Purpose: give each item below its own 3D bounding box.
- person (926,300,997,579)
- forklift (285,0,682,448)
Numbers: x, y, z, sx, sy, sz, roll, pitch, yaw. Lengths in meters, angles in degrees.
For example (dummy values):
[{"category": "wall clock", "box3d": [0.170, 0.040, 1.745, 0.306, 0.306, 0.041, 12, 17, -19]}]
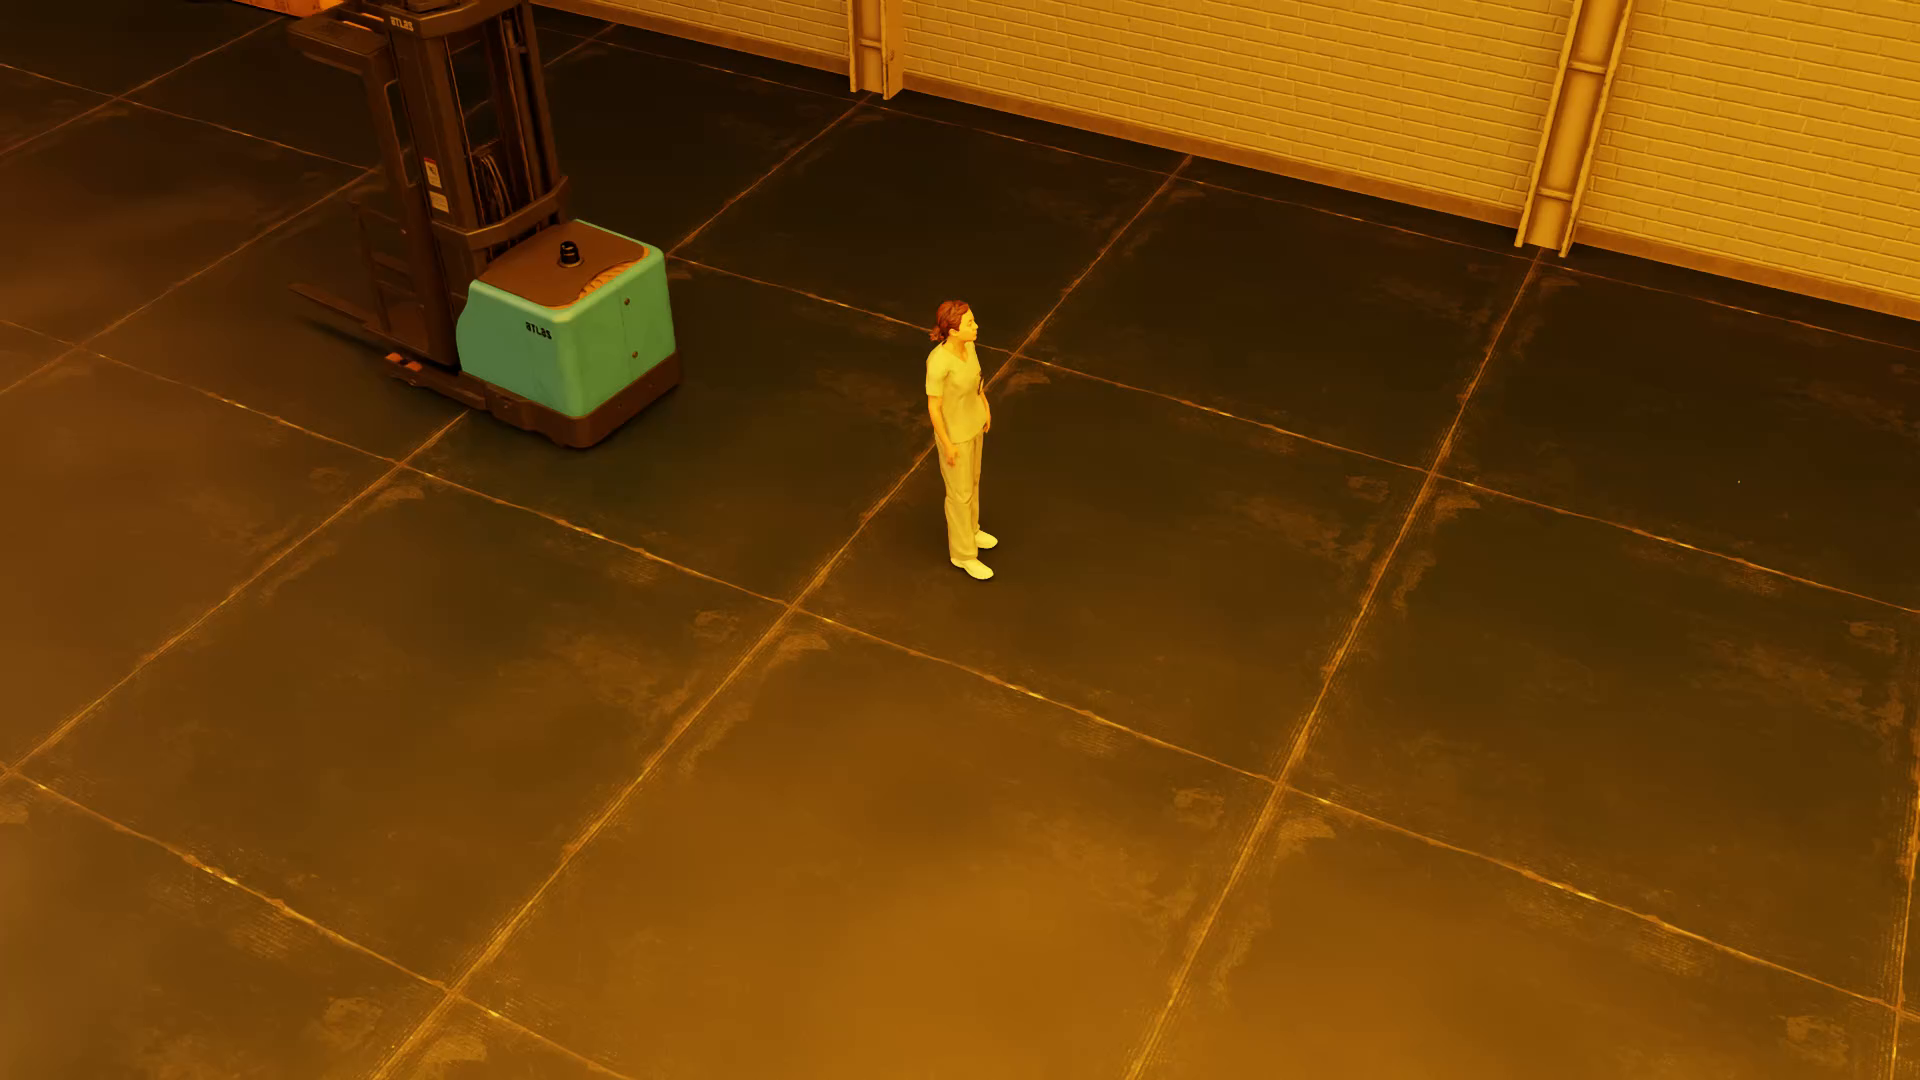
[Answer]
[{"category": "person", "box3d": [0.060, -0.617, 9.682, 0.548, 1.673, 0.549, 18, 43, 21]}, {"category": "forklift", "box3d": [-3.435, -2.451, 10.897, 3.031, 2.935, 1.130, 23, 45, 24]}]
